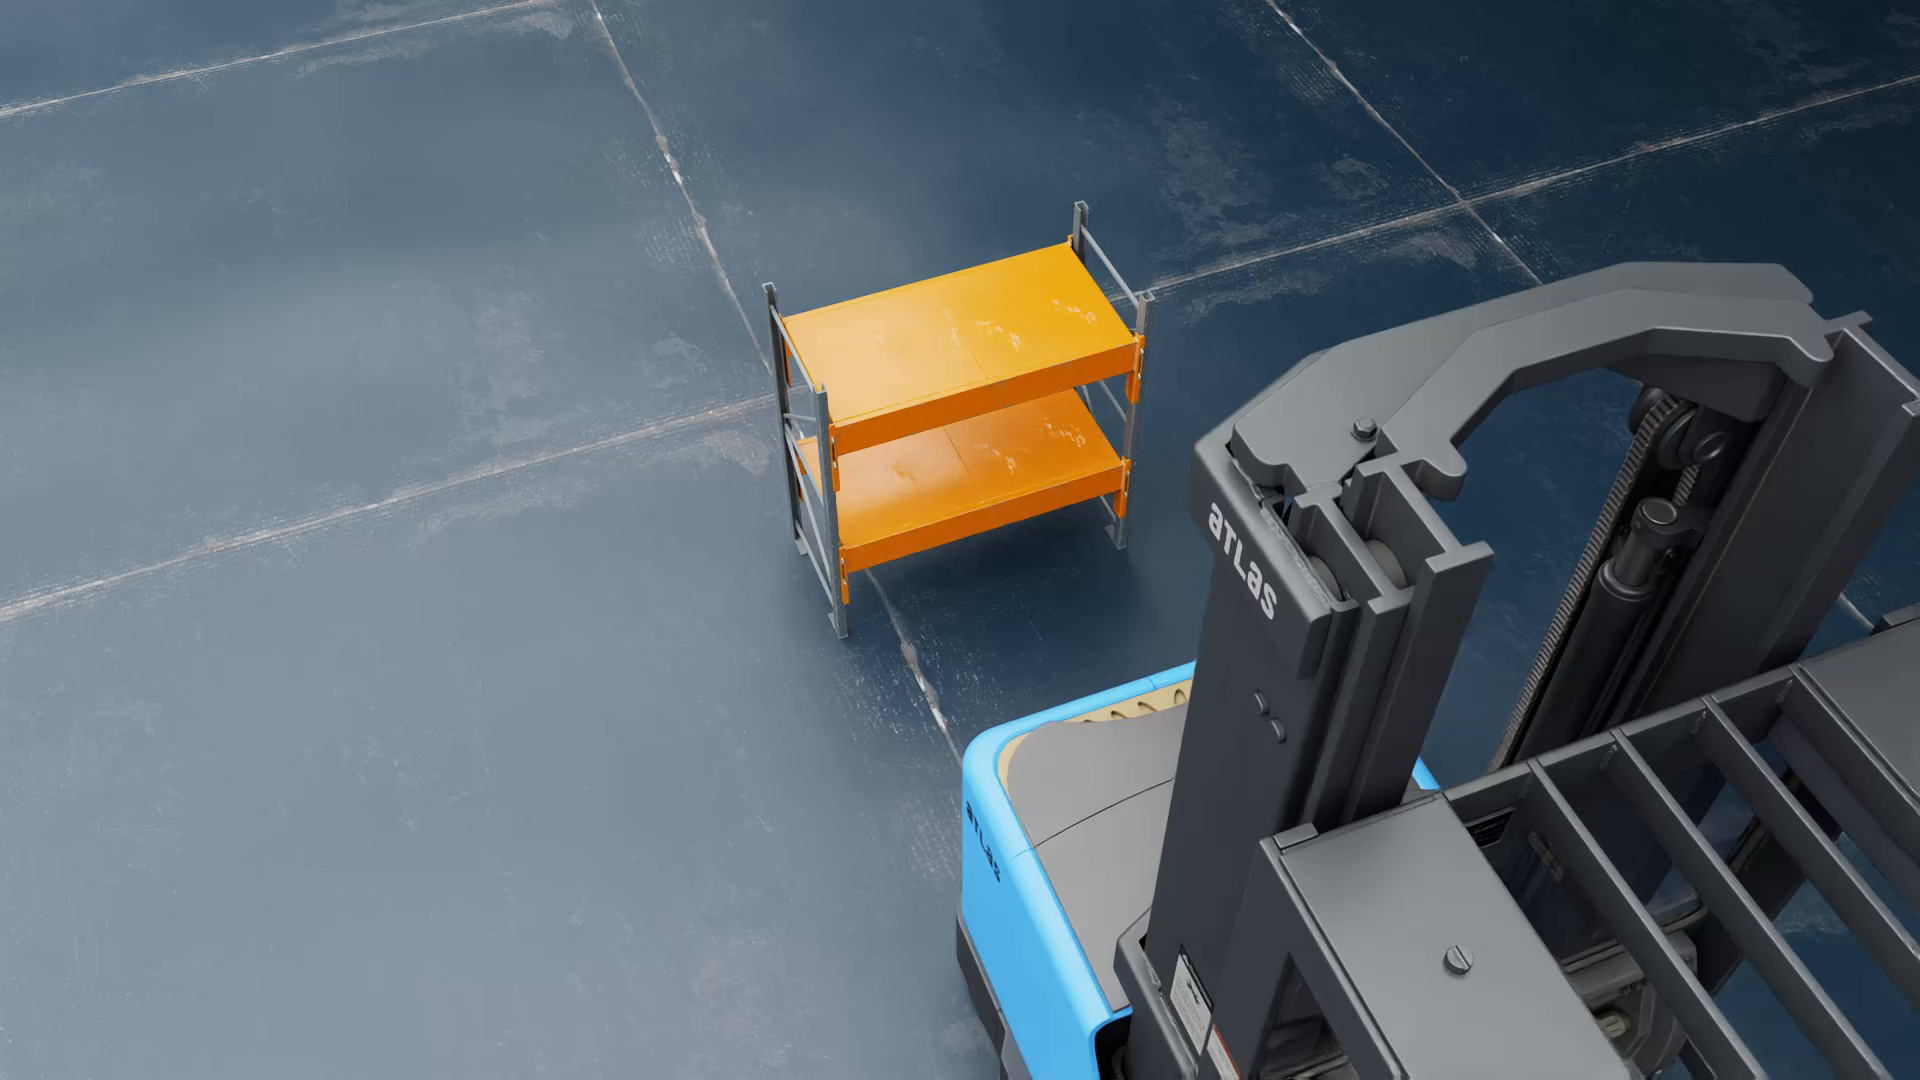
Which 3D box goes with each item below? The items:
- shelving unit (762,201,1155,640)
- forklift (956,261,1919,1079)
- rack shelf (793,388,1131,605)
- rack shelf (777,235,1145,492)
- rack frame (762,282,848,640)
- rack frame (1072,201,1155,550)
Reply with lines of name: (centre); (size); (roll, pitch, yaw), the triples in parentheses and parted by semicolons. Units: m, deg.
shelving unit: (-0.006, -0.365, 5.322); (1.048, 1.125, 0.538); (-17, 52, -14)
forklift: (1.000, 1.121, 2.855); (1.130, 2.935, 3.031); (-17, 51, -14)
rack shelf: (-0.006, -0.205, 5.507); (1.000, 0.278, 0.538); (-17, 52, -14)
rack shelf: (-0.006, -0.555, 5.100); (1.000, 0.278, 0.538); (-17, 52, -14)
rack frame: (-0.477, -0.219, 5.196); (0.032, 1.125, 0.500); (-17, 52, -14)
rack frame: (0.464, -0.510, 5.447); (0.032, 1.125, 0.500); (-17, 52, -14)
